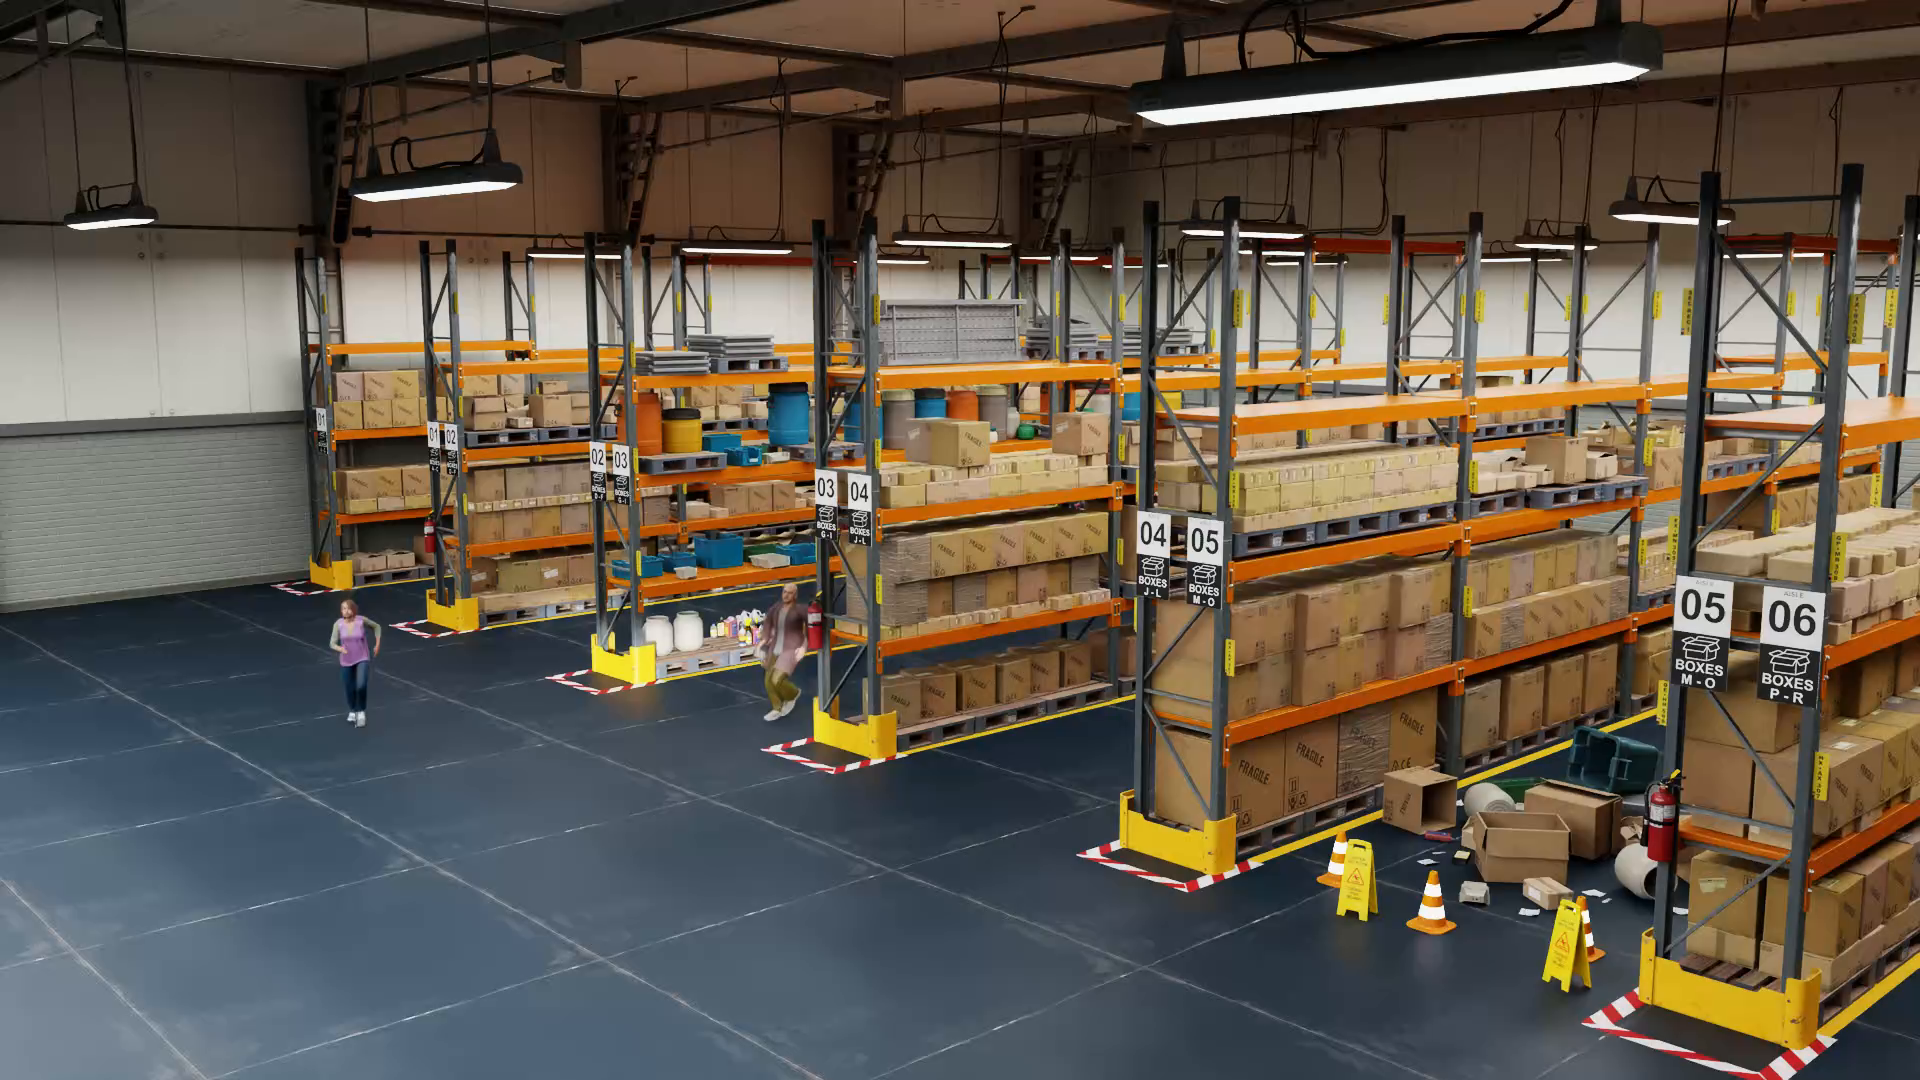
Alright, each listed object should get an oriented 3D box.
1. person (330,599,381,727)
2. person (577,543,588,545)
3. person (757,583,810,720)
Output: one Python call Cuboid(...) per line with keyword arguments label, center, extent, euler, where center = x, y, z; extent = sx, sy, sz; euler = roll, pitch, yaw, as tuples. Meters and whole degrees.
Cuboid(label="person", center=(-7.221, 1.464, 19.883), extent=(0.551, 1.552, 0.784), euler=(-2, 9, -12))
Cuboid(label="person", center=(-6.743, -0.043, 29.966), extent=(0.542, 1.691, 0.869), euler=(5, 10, 31))
Cuboid(label="person", center=(-2.121, 1.373, 20.235), extent=(0.771, 1.725, 0.561), euler=(6, 10, 35))
